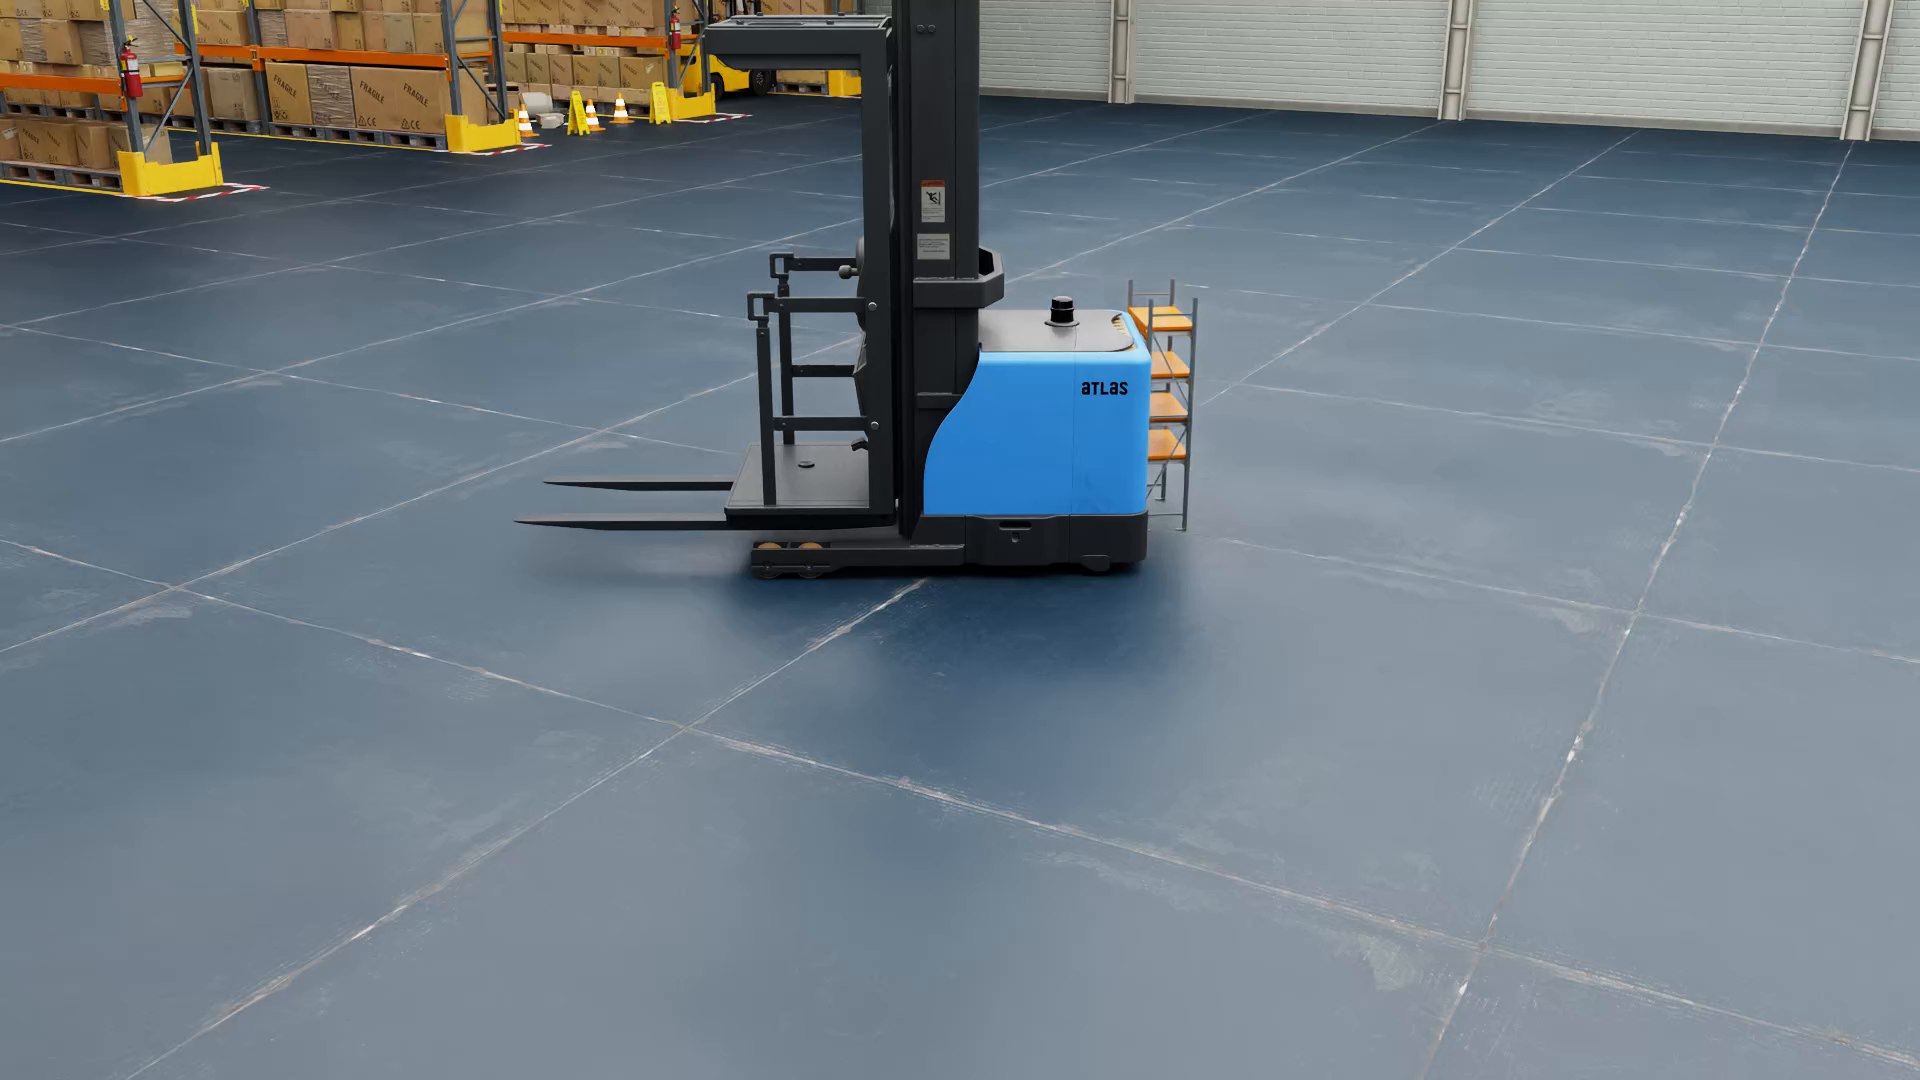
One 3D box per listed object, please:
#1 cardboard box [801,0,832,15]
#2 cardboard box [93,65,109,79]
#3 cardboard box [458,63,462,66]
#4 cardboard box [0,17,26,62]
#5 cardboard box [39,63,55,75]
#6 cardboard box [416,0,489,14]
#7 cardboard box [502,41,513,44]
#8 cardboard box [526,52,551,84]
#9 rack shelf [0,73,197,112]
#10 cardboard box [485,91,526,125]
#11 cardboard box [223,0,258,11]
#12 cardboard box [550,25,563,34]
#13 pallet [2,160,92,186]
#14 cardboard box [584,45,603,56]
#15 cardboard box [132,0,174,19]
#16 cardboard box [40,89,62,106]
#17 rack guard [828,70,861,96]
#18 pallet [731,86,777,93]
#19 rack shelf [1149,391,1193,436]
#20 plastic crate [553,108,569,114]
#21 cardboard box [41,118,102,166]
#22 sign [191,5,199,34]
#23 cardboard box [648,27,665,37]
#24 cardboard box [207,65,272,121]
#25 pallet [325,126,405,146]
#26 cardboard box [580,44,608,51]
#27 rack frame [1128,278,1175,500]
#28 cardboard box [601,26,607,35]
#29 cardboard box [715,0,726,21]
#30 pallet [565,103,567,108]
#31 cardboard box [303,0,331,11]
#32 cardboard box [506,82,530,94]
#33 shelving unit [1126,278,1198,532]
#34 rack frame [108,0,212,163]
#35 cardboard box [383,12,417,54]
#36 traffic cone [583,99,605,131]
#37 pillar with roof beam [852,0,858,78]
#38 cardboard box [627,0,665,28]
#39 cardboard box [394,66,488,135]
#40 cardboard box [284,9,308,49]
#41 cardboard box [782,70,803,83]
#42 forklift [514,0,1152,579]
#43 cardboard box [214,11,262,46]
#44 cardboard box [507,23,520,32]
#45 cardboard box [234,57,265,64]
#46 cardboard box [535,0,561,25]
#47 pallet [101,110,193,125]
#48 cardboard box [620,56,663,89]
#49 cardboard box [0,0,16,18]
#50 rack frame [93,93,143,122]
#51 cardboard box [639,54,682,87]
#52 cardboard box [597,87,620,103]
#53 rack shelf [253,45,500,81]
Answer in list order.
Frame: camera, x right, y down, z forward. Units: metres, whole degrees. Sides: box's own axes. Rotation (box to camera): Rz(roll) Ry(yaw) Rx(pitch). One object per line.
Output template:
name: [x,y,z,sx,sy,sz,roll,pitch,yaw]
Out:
cardboard box: [-2.673,-10.089,31.632,0.500,0.500,0.500,10,22,26]
cardboard box: [-9.933,-5.519,19.550,0.250,0.149,0.380,11,23,27]
cardboard box: [-10.926,-10.651,36.377,0.500,0.500,0.500,10,22,25]
cardboard box: [-11.174,-6.126,20.272,0.500,0.500,0.875,11,23,27]
cardboard box: [-10.814,-5.680,19.994,0.250,0.149,0.380,11,23,27]
cardboard box: [-7.164,-7.721,23.447,0.550,0.550,0.875,11,23,27]
cardboard box: [-9.654,-10.702,35.569,0.250,0.149,0.380,10,22,25]
cardboard box: [-7.168,-8.218,28.939,0.500,0.500,0.500,12,23,29]
rack shelf: [-11.112,-5.604,20.470,4.000,0.370,1.077,11,23,27]
cardboard box: [-7.301,-6.925,26.717,0.637,0.503,0.797,-4,20,-10]
cardboard box: [-10.787,-8.332,25.324,0.500,0.500,0.700,10,22,26]
cardboard box: [-6.794,-8.743,28.439,0.250,0.149,0.380,11,23,28]
pallet: [-11.185,-4.660,20.903,1.213,0.211,1.003,11,23,27]
cardboard box: [-6.160,-8.306,28.229,0.250,0.149,0.380,12,23,30]
cardboard box: [-9.713,-6.439,19.668,0.500,0.500,0.500,11,23,27]
cardboard box: [-14.996,-7.541,27.806,0.500,0.500,0.500,12,23,29]
rack guard: [-2.094,-8.859,32.054,0.348,0.500,1.175,11,23,27]
pallet: [-3.864,-9.045,32.991,1.213,0.211,1.003,11,23,27]
rack shelf: [1.012,-0.631,8.543,0.258,0.148,0.480,-2,20,-6]
plastic crate: [-7.054,-7.347,28.503,0.583,0.080,0.402,3,20,9]
cardboard box: [-10.978,-4.940,20.634,0.500,0.500,0.500,13,24,32]
sign: [-9.101,-6.178,19.728,0.005,0.325,0.100,11,23,27]
cardboard box: [-4.963,-8.440,27.602,0.250,0.149,0.380,12,23,29]
cardboard box: [-10.936,-6.951,25.812,0.750,0.750,1.050,11,23,27]
pallet: [-8.656,-6.071,24.793,1.213,0.211,1.003,11,23,27]
cardboard box: [-7.399,-10.124,34.741,0.625,0.625,0.875,10,22,25]
rack frame: [0.986,-0.777,8.748,0.240,1.200,0.015,-2,20,-6]
cardboard box: [-5.847,-8.617,28.089,0.250,0.149,0.380,11,23,28]
cardboard box: [-4.442,-10.433,32.582,0.500,0.500,0.500,11,22,27]
pallet: [-7.421,-7.813,29.594,1.213,0.211,1.003,11,23,27]
cardboard box: [-9.104,-8.054,24.365,0.550,0.550,0.875,11,23,27]
cardboard box: [-7.641,-7.951,29.303,0.500,0.250,0.500,10,22,25]
shelving unit: [1.012,-0.695,8.520,0.258,1.200,0.503,-2,20,-6]
rack frame: [-9.366,-5.610,19.431,0.127,3.000,1.000,11,23,27]
cardboard box: [-7.695,-7.273,23.797,0.550,0.550,0.875,11,23,27]
traffic cone: [-5.782,-6.668,26.068,0.334,0.463,0.336,11,23,27]
pillar with roof beam: [-4.383,-11.961,28.142,0.400,9.000,9.100,11,23,27]
cardboard box: [-5.141,-8.755,27.519,0.500,0.500,0.500,10,22,26]
cardboard box: [-7.483,-6.361,24.002,0.875,0.875,0.875,11,23,28]
cardboard box: [-9.531,-7.663,24.870,0.550,0.550,0.875,11,23,27]
cardboard box: [-3.109,-9.013,32.228,0.500,0.250,0.500,11,23,27]
forklift: [-0.626,-1.377,7.862,3.031,2.935,1.130,0,20,0]
cardboard box: [-10.936,-7.789,25.292,0.500,0.500,0.500,11,22,27]
cardboard box: [-7.660,-8.932,28.960,0.250,0.149,0.380,12,23,29]
cardboard box: [-13.636,-9.527,32.730,0.875,0.875,0.875,12,23,29]
cardboard box: [-6.895,-9.092,28.447,0.500,0.500,0.500,11,22,27]
pallet: [-13.191,-6.935,27.175,1.213,0.211,1.003,11,23,27]
cardboard box: [-5.359,-7.873,27.986,0.500,0.500,0.500,11,23,28]
cardboard box: [-11.273,-6.535,19.934,0.500,0.500,0.500,11,23,27]
rack frame: [-13.843,-8.400,27.123,0.127,3.000,1.000,11,23,27]
cardboard box: [-5.123,-8.037,28.440,0.500,0.500,0.500,10,22,26]
cardboard box: [-5.818,-7.607,28.355,0.500,0.250,0.500,11,23,27]
rack shelf: [-8.604,-7.064,24.495,4.000,0.370,1.077,11,23,27]
